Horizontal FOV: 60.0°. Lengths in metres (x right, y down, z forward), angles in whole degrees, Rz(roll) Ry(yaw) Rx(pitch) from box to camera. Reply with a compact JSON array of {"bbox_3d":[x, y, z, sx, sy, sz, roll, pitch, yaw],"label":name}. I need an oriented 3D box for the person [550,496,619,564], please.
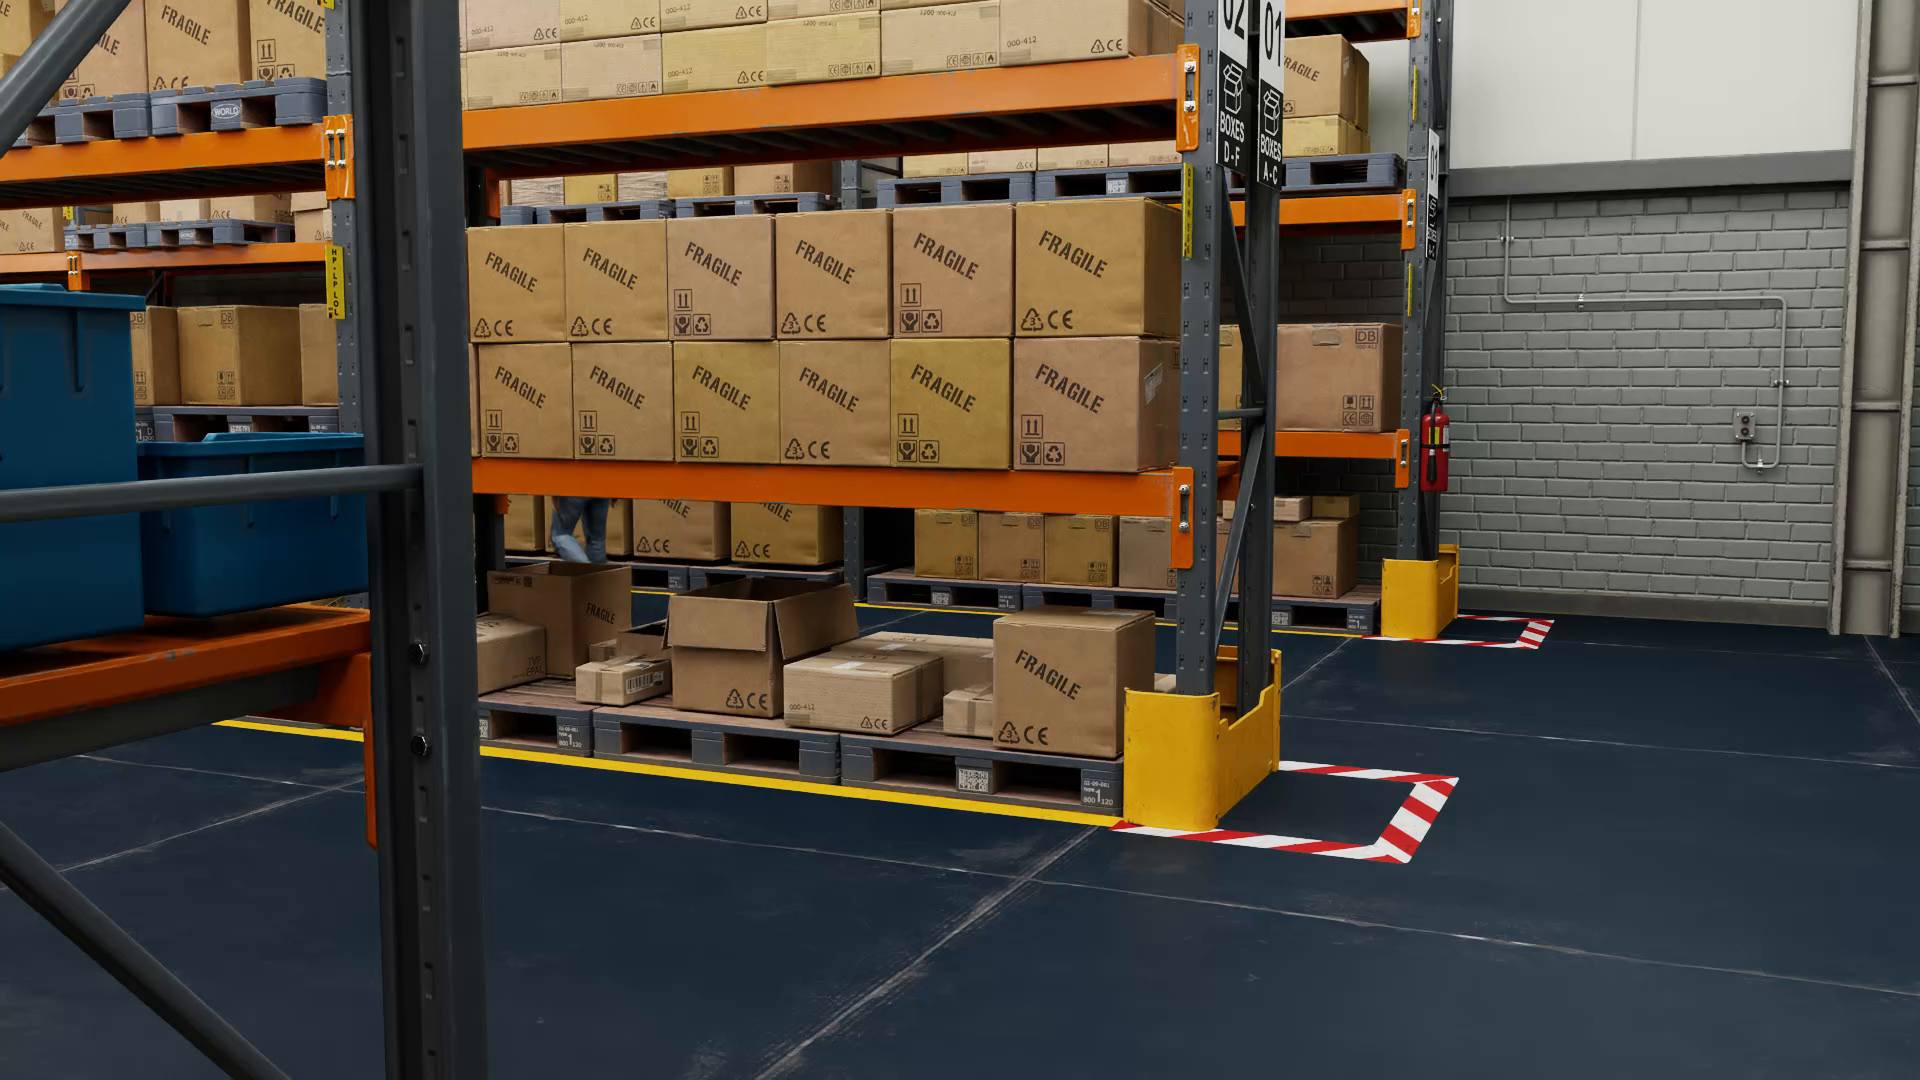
[{"bbox_3d":[-2.674,-0.390,11.835,0.587,1.757,0.682,-5,7,-39],"label":"person"}]
